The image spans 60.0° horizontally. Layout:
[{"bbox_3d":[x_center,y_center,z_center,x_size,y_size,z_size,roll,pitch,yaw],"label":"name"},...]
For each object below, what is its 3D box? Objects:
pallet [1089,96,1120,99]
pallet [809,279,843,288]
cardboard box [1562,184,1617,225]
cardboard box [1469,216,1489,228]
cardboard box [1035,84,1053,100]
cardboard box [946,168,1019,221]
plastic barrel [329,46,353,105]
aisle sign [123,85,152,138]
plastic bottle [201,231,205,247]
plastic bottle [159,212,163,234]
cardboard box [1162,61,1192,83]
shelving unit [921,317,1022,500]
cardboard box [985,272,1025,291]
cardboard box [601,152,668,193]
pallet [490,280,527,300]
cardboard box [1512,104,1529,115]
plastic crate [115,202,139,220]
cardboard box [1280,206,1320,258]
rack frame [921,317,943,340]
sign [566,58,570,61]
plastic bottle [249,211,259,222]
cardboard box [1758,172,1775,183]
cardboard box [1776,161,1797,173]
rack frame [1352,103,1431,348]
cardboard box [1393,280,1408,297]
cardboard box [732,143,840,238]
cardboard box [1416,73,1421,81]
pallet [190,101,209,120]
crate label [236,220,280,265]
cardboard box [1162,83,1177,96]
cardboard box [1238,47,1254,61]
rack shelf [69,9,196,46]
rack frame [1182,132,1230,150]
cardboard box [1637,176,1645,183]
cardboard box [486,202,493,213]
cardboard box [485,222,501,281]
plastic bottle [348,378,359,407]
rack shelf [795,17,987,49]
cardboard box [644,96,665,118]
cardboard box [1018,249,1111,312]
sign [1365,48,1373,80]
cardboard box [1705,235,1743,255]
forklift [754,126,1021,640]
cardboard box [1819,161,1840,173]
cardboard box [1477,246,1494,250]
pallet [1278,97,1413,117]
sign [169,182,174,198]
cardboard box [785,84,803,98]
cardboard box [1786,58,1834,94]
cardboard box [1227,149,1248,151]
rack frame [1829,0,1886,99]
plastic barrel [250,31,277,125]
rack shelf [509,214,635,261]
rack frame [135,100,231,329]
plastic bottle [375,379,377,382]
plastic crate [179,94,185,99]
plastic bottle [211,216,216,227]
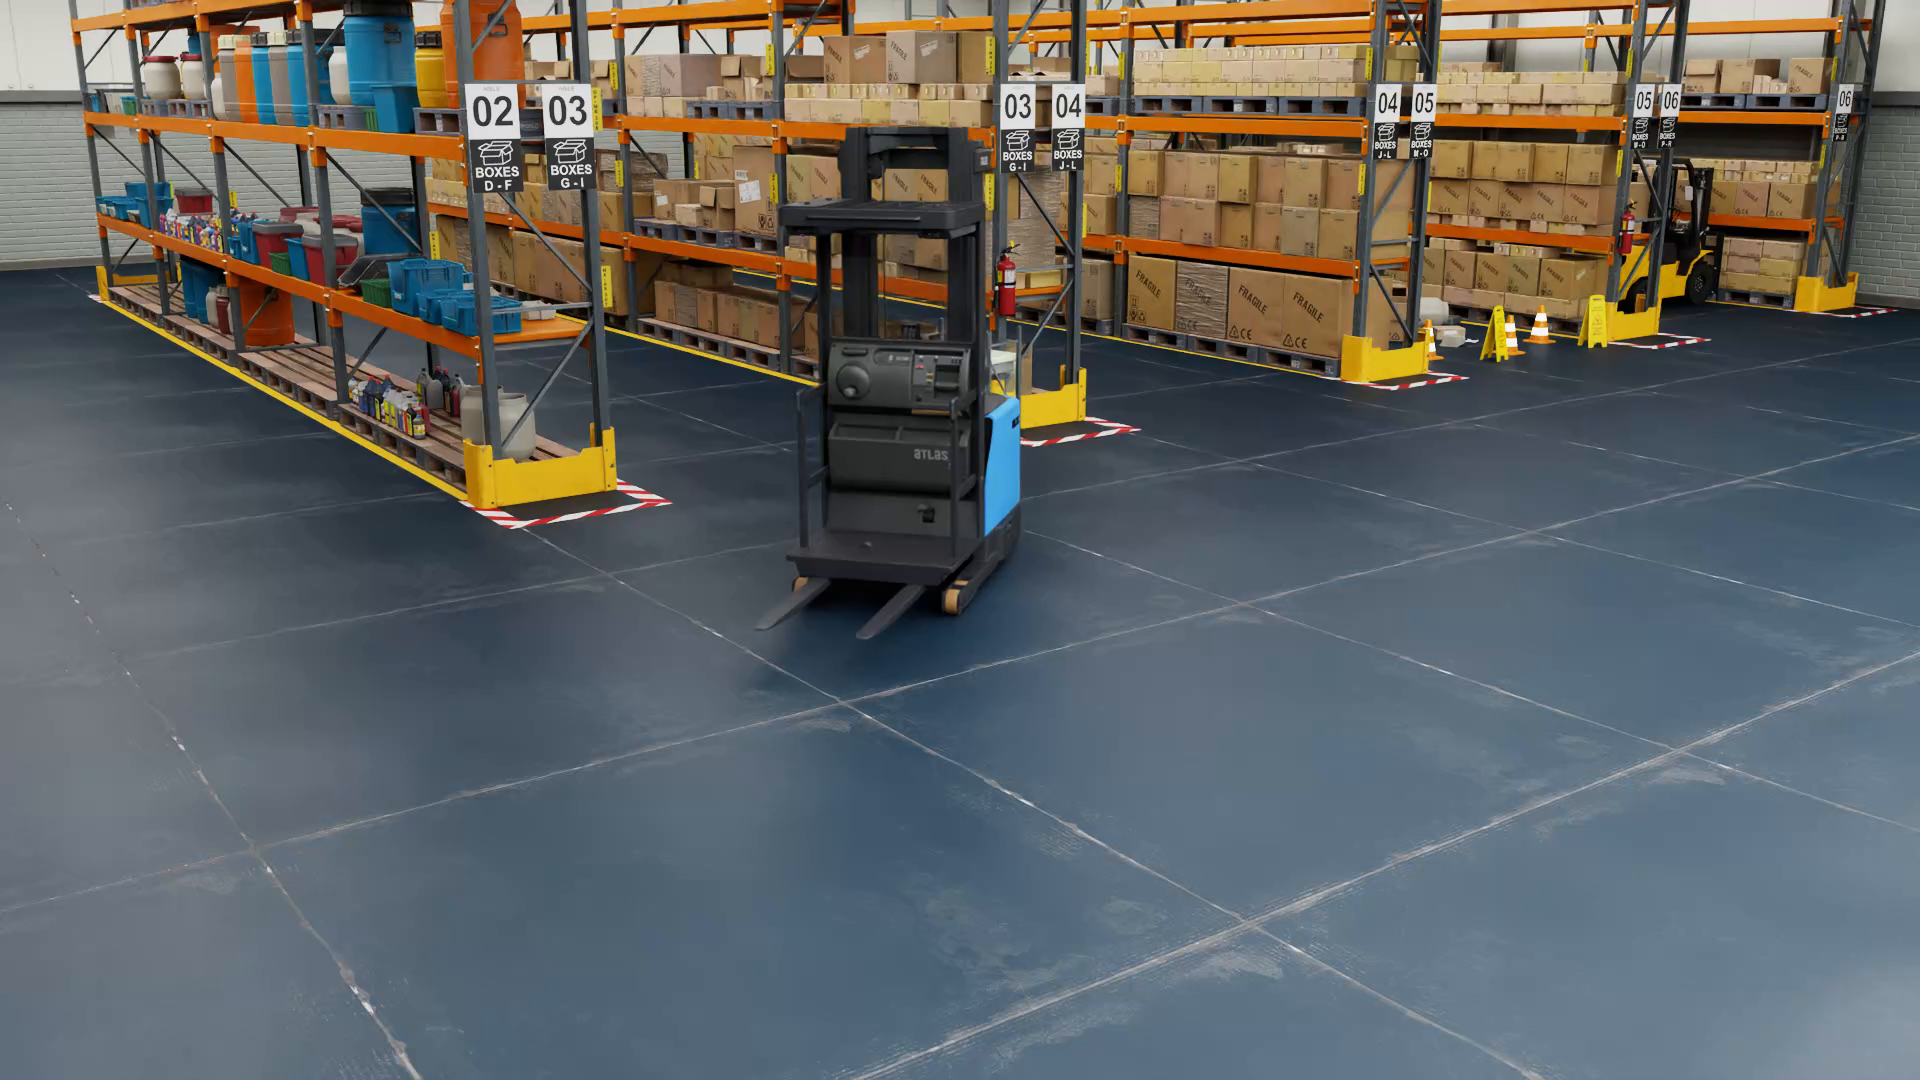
[{"bbox_3d":[2.966,-7.538,28.613,1.003,0.211,1.213,-10,18,-32],"label":"pallet"},{"bbox_3d":[-1.790,-4.368,27.637,1.003,0.211,1.213,-11,19,-35],"label":"pallet"},{"bbox_3d":[8.209,-4.372,21.614,0.500,0.500,0.500,-11,19,-36],"label":"cardboard box"},{"bbox_3d":[7.240,-4.399,22.941,0.380,0.149,0.250,-11,19,-35],"label":"cardboard box"},{"bbox_3d":[0.760,-4.230,15.696,0.380,0.149,0.250,-11,19,-35],"label":"cardboard box"},{"bbox_3d":[0.212,-3.322,15.884,0.500,0.500,0.500,-11,19,-35],"label":"cardboard box"},{"bbox_3d":[-5.529,-4.235,15.177,0.421,0.512,0.421,0,15,0],"label":"plastic barrel"},{"bbox_3d":[-12.484,-6.531,25.332,0.394,0.787,0.004,-11,19,-35],"label":"aisle sign"},{"bbox_3d":[-9.090,-3.634,20.048,0.097,0.201,0.097,0,15,0],"label":"plastic bottle"},{"bbox_3d":[-10.456,-4.161,21.820,0.061,0.283,0.133,-11,19,-35],"label":"plastic bottle"},{"bbox_3d":[2.814,-5.684,20.217,0.500,0.250,0.500,-11,19,-35],"label":"cardboard box"},{"bbox_3d":[0.028,-0.851,12.344,0.755,1.500,0.431,12,19,37],"label":"shelving unit"},{"bbox_3d":[0.401,-2.476,15.917,0.380,0.149,0.250,-11,19,-35],"label":"cardboard box"},{"bbox_3d":[-4.385,-4.968,22.455,0.797,0.503,0.637,-10,18,-33],"label":"cardboard box"},{"bbox_3d":[-6.704,-3.961,26.147,1.003,0.211,1.213,-11,19,-35],"label":"pallet"},{"bbox_3d":[7.585,-5.743,22.171,0.380,0.149,0.250,-11,19,-36],"label":"cardboard box"},{"bbox_3d":[-11.849,-4.716,23.827,0.416,0.233,0.300,-11,19,-35],"label":"plastic crate"},{"bbox_3d":[4.211,-3.576,19.174,0.875,0.550,0.550,-11,19,-35],"label":"cardboard box"},{"bbox_3d":[-0.259,-0.911,12.563,0.023,1.500,0.400,12,19,37],"label":"rack frame"},{"bbox_3d":[-5.887,-7.065,24.951,0.100,0.325,0.005,-11,19,-35],"label":"sign"},{"bbox_3d":[-8.874,-3.958,20.948,0.144,0.351,0.185,-11,19,-35],"label":"plastic bottle"},{"bbox_3d":[12.056,-5.385,24.650,0.380,0.149,0.250,-10,18,-34],"label":"cardboard box"},{"bbox_3d":[12.213,-5.474,24.414,0.380,0.149,0.250,-11,19,-34],"label":"cardboard box"},{"bbox_3d":[4.807,-3.317,18.513,1.000,3.000,0.127,-11,19,-35],"label":"rack frame"},{"bbox_3d":[6.528,-3.669,24.214,0.500,0.250,0.500,-12,19,-37],"label":"cardboard box"},{"bbox_3d":[-1.971,-4.106,19.464,1.000,1.000,1.000,-11,19,-34],"label":"cardboard box"},{"bbox_3d":[6.497,-6.502,23.435,0.380,0.149,0.250,-10,18,-33],"label":"cardboard box"},{"bbox_3d":[-8.346,-5.042,19.493,1.003,0.211,1.213,-11,19,-35],"label":"pallet"},{"bbox_3d":[-7.610,-3.271,18.278,0.502,0.435,0.616,-11,19,-35],"label":"crate label"},{"bbox_3d":[2.693,-5.508,20.329,0.380,0.149,0.250,-11,19,-35],"label":"cardboard box"},{"bbox_3d":[3.437,-5.623,19.237,0.380,0.149,0.250,-11,19,-34],"label":"cardboard box"},{"bbox_3d":[-11.503,-7.143,23.249,1.077,0.370,4.000,-11,19,-35],"label":"rack shelf"},{"bbox_3d":[4.047,-5.815,27.641,1.000,3.000,0.127,-11,19,-35],"label":"rack frame"},{"bbox_3d":[10.782,-5.537,26.433,0.500,0.500,0.500,-10,18,-34],"label":"cardboard box"},{"bbox_3d":[-7.067,-5.134,25.628,0.380,0.149,0.250,-11,19,-35],"label":"cardboard box"},{"bbox_3d":[-7.173,-4.654,26.629,0.875,0.875,0.875,-11,19,-35],"label":"cardboard box"},{"bbox_3d":[-5.790,-1.414,15.896,0.097,0.271,0.097,0,15,0],"label":"plastic bottle"},{"bbox_3d":[-1.073,-7.806,25.671,1.077,0.370,4.000,-11,19,-35],"label":"rack shelf"},{"bbox_3d":[-3.597,-5.402,20.733,0.500,0.250,0.500,-10,18,-33],"label":"cardboard box"},{"bbox_3d":[1.453,-3.614,23.063,1.050,0.750,0.750,-11,19,-35],"label":"cardboard box"},{"bbox_3d":[4.360,-5.071,17.714,0.100,0.325,0.005,-11,19,-35],"label":"sign"},{"bbox_3d":[11.631,-4.501,25.358,0.500,0.250,0.500,-11,19,-34],"label":"cardboard box"},{"bbox_3d":[-0.442,-1.059,10.393,1.130,2.935,3.031,4,16,15],"label":"forklift"},{"bbox_3d":[12.739,-5.488,24.462,0.380,0.149,0.250,-11,19,-36],"label":"cardboard box"},{"bbox_3d":[7.566,-3.897,23.626,0.500,0.500,0.500,-10,18,-32],"label":"cardboard box"},{"bbox_3d":[4.362,-4.878,18.702,1.003,0.211,1.213,-11,19,-35],"label":"pallet"},{"bbox_3d":[-12.243,-5.384,25.756,0.100,0.325,0.005,-11,19,-35],"label":"sign"},{"bbox_3d":[-1.675,-4.872,18.043,0.380,0.149,0.250,-12,19,-36],"label":"cardboard box"},{"bbox_3d":[12.307,-6.681,23.946,0.500,0.500,0.500,-10,18,-33],"label":"cardboard box"},{"bbox_3d":[4.540,-6.155,27.336,0.500,0.500,0.500,-12,19,-36],"label":"cardboard box"},{"bbox_3d":[12.764,-7.772,23.425,1.000,3.000,0.127,-11,19,-35],"label":"rack frame"},{"bbox_3d":[-6.867,-4.697,16.923,0.600,0.901,0.708,-11,19,-35],"label":"plastic barrel"},{"bbox_3d":[-5.145,-4.357,23.676,1.077,0.370,4.000,-11,19,-35],"label":"rack shelf"},{"bbox_3d":[-10.327,-4.362,22.332,1.000,3.000,0.127,-11,19,-35],"label":"rack frame"},{"bbox_3d":[-5.492,-1.372,15.718,0.061,0.283,0.133,-11,19,-35],"label":"plastic bottle"},{"bbox_3d":[-10.835,-6.054,23.078,0.497,0.269,0.590,-11,19,-35],"label":"plastic crate"},{"bbox_3d":[-9.924,-4.209,22.149,0.097,0.201,0.097,0,15,0],"label":"plastic bottle"}]
